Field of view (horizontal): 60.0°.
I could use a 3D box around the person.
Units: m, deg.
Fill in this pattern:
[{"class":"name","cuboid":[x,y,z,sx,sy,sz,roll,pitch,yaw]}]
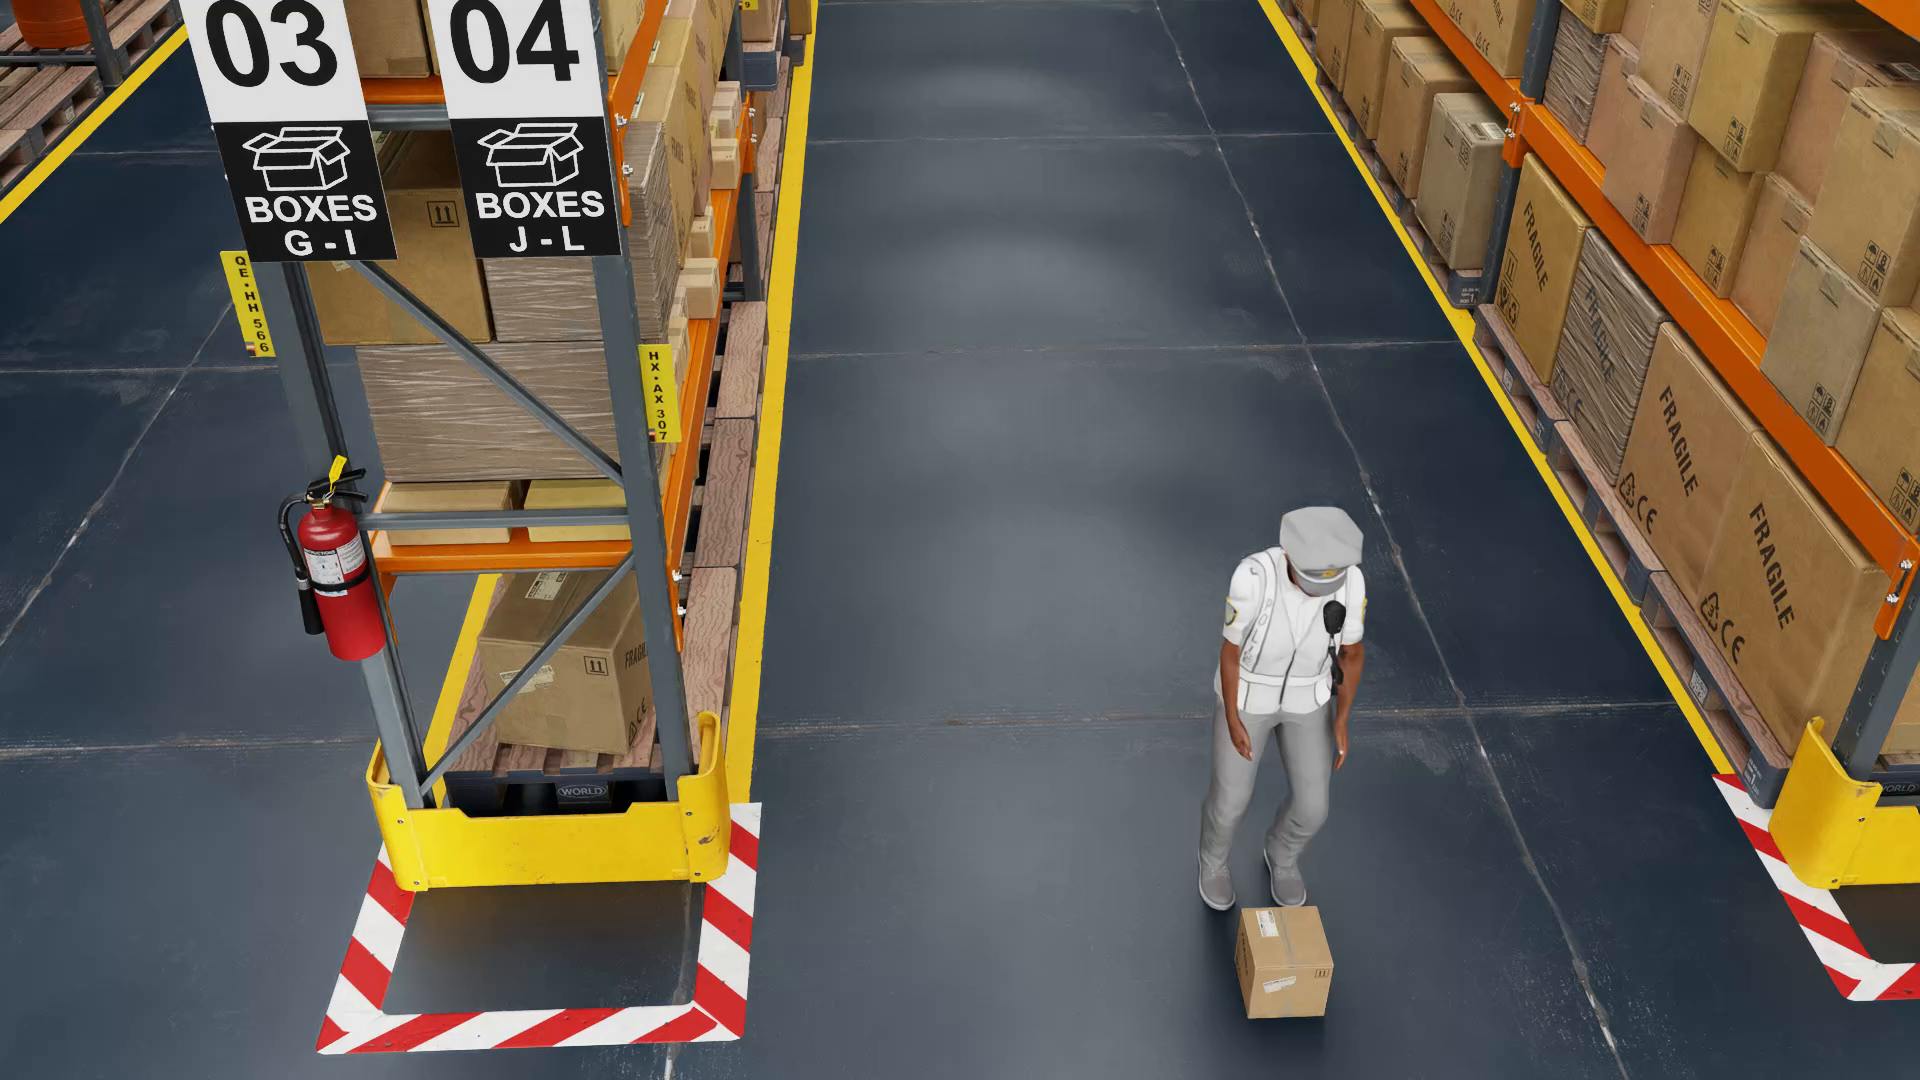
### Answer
[{"class":"person","cuboid":[1.056,0.556,5.418,0.461,1.614,0.460,-1,35,-1]}]
